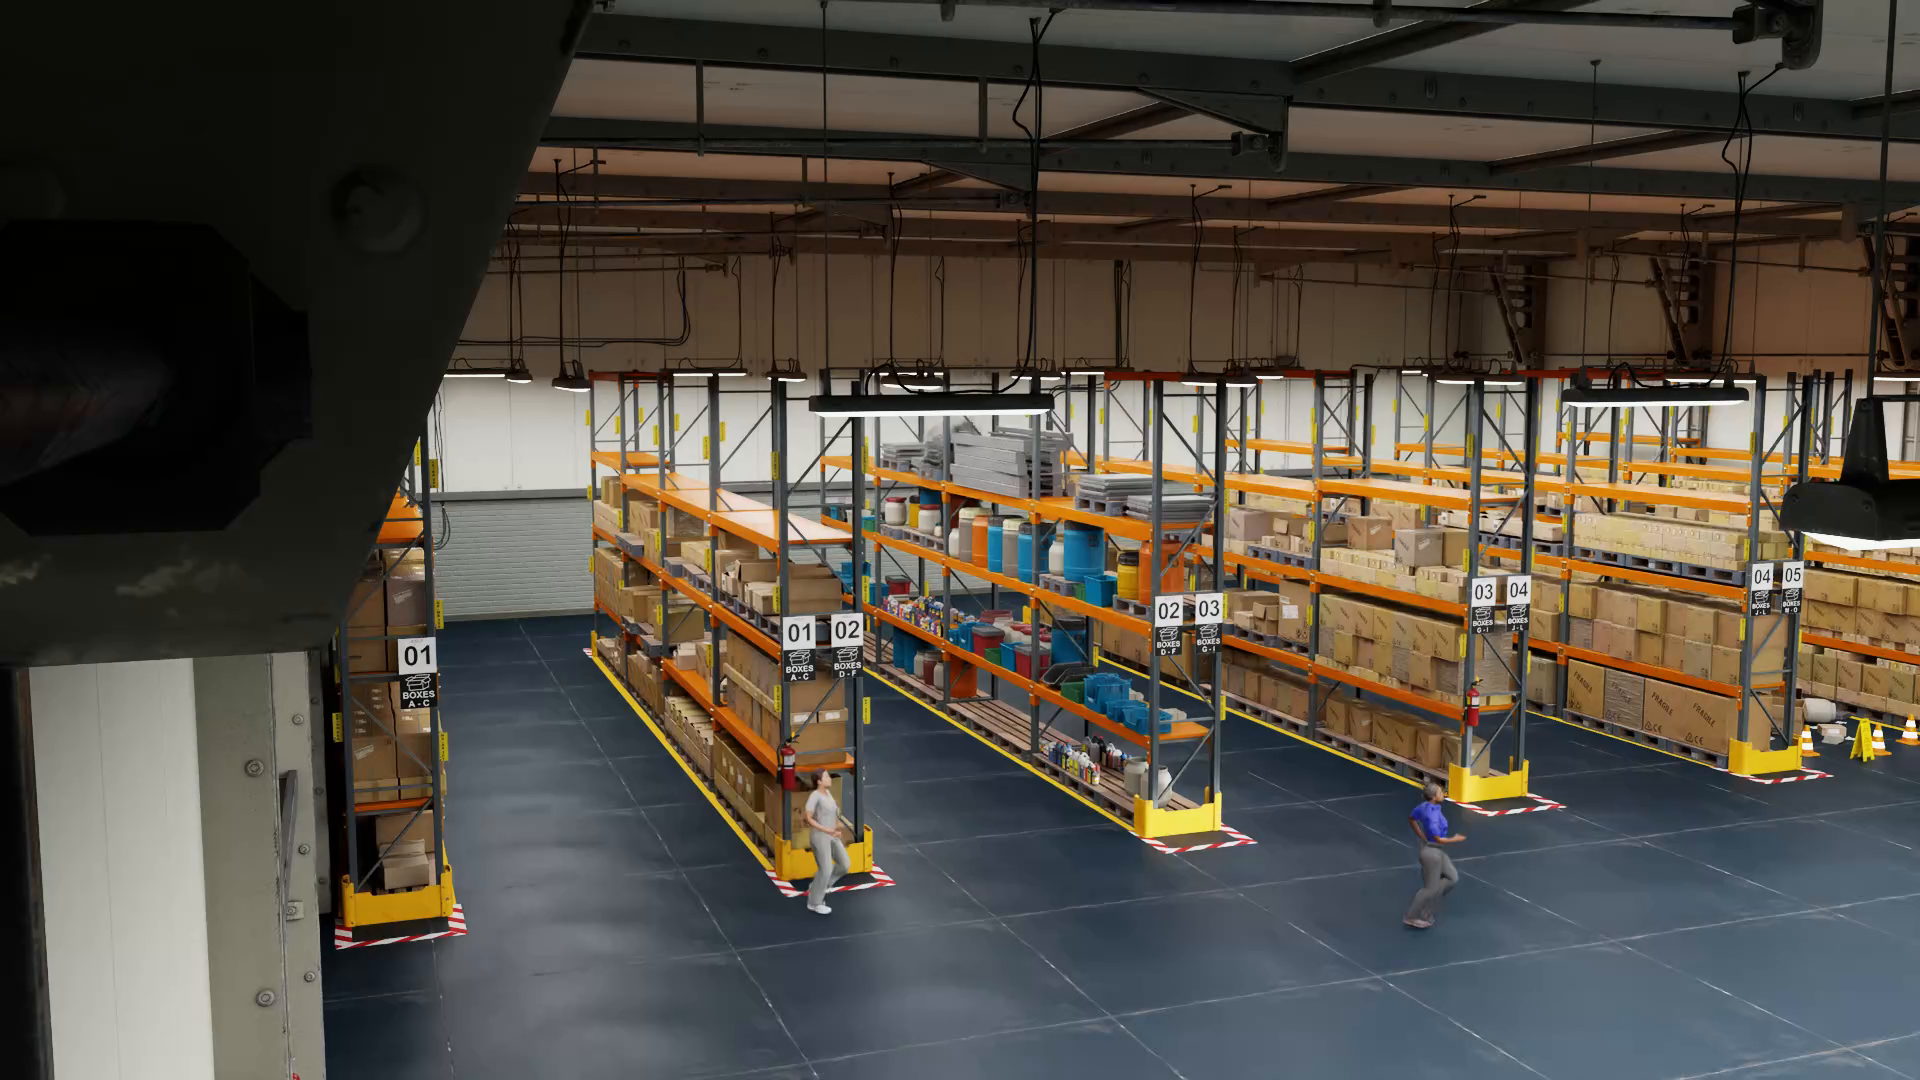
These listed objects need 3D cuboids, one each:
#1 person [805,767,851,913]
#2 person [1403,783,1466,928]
[{"bbox_3d":[-1.505,3.412,18.972,0.492,1.644,0.592,3,7,23],"label":"person"},{"bbox_3d":[5.236,3.476,18.326,0.649,1.615,0.549,1,7,11],"label":"person"}]
